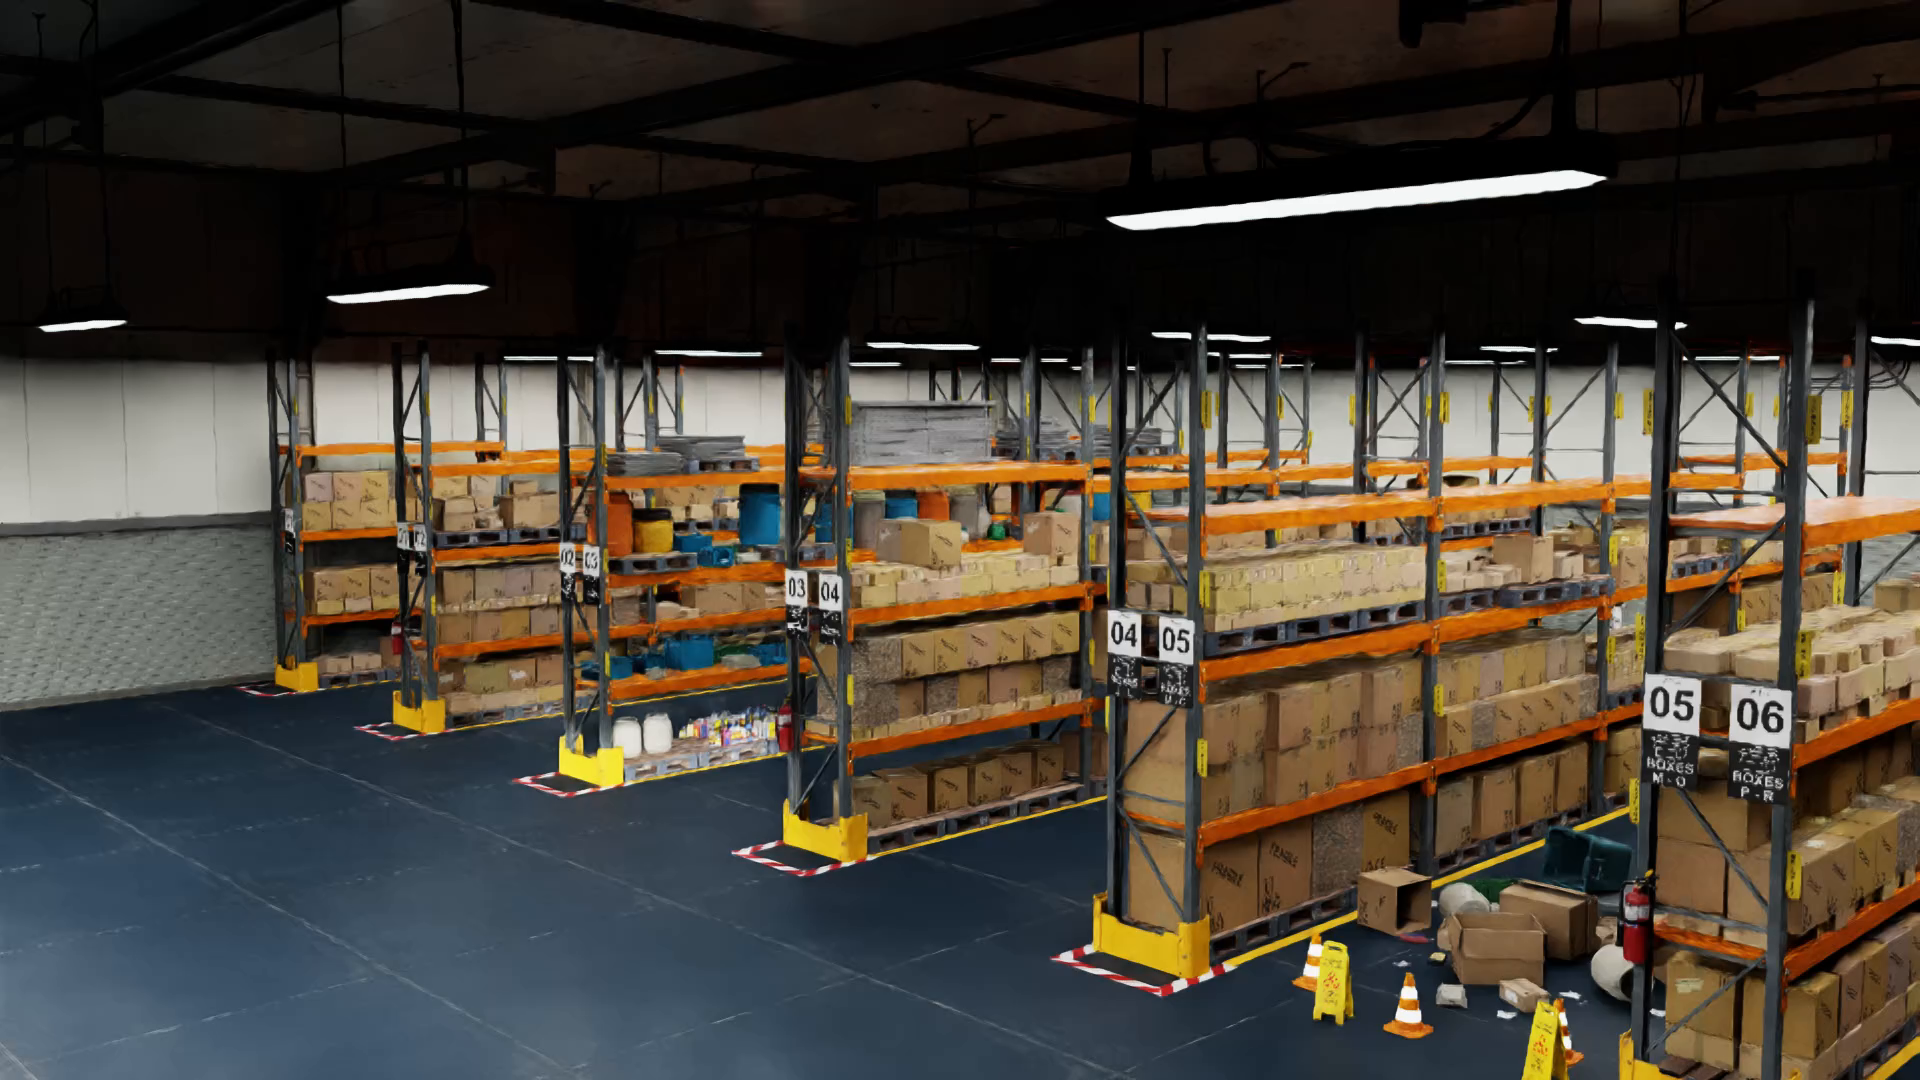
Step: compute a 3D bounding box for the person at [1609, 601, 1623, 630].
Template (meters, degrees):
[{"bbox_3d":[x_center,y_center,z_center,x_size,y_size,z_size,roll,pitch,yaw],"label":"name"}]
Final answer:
[{"bbox_3d":[11.733,1.786,29.564,0.531,1.668,0.572,2,5,17],"label":"person"}]
